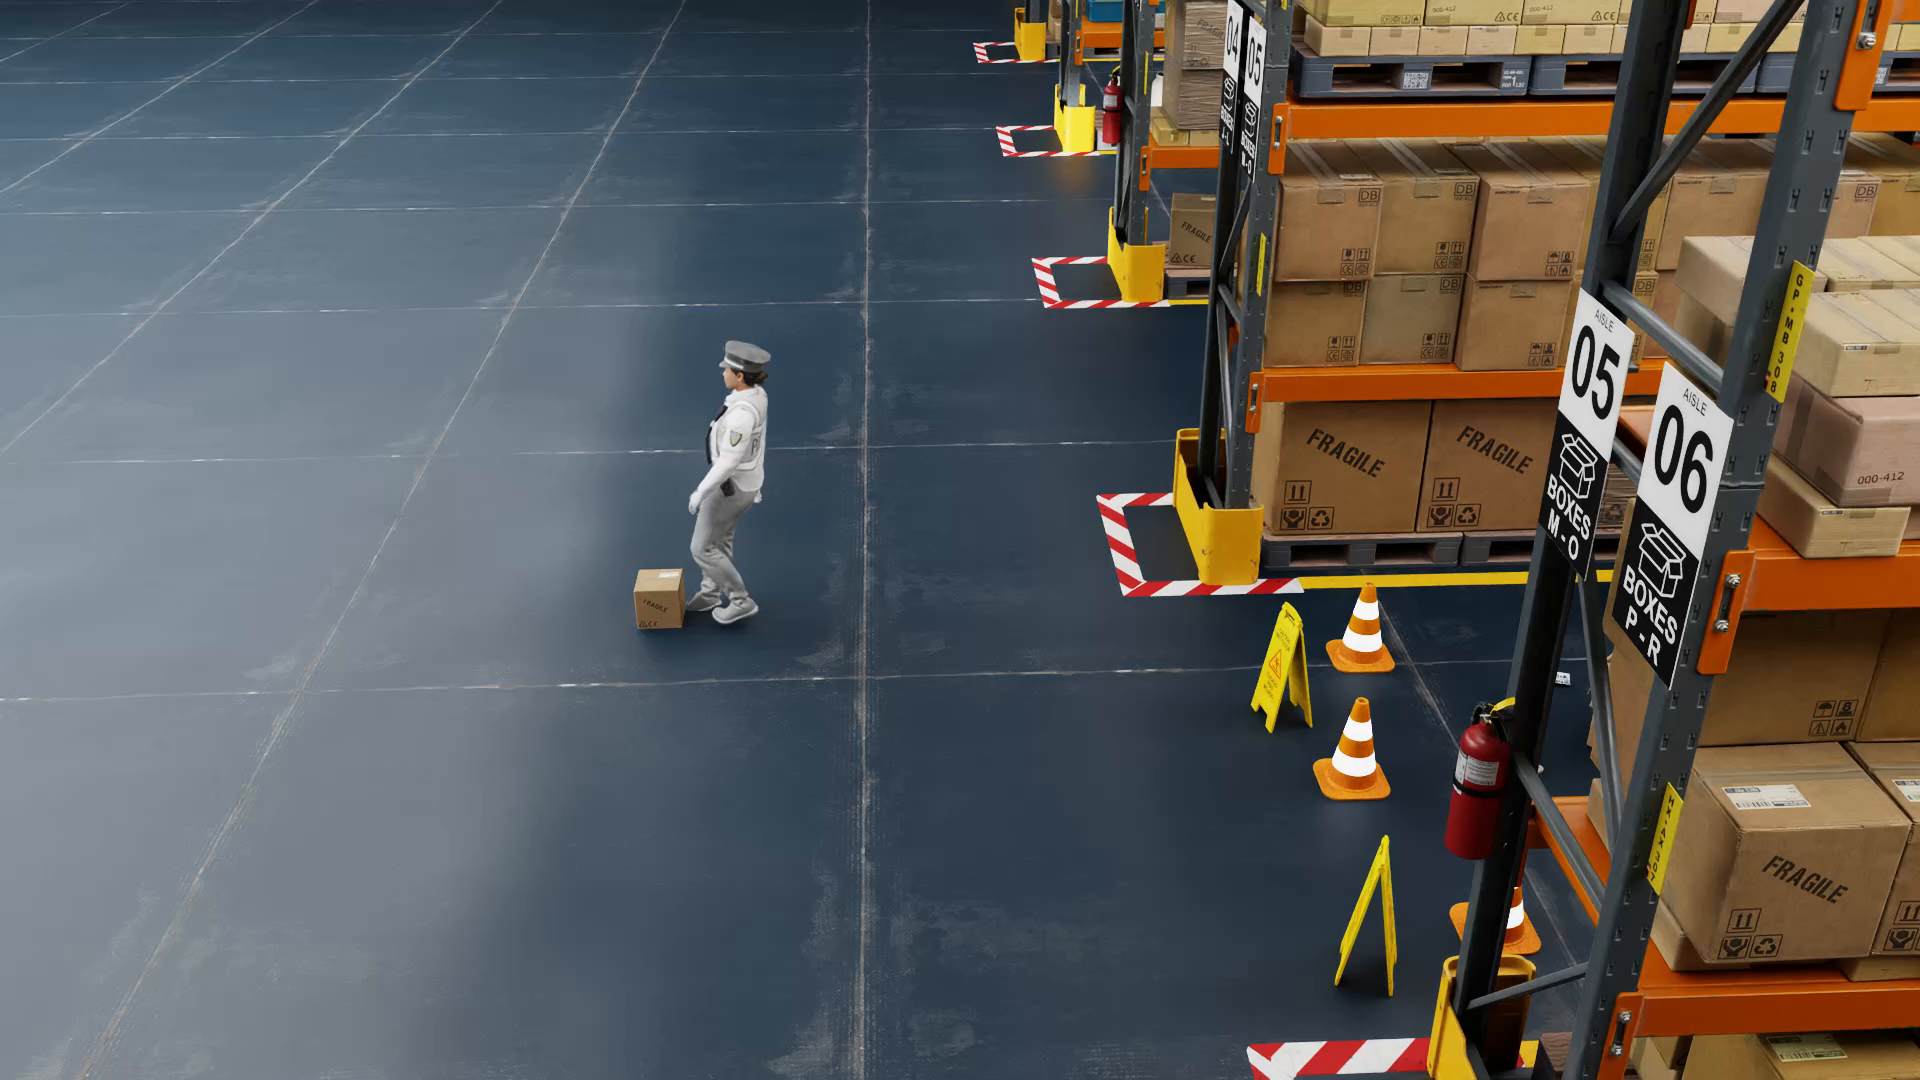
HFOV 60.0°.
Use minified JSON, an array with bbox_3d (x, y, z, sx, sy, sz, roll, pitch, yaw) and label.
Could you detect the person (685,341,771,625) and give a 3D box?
[{"bbox_3d":[-1.337,-0.274,9.198,0.649,1.717,0.544,2,28,3],"label":"person"}]
